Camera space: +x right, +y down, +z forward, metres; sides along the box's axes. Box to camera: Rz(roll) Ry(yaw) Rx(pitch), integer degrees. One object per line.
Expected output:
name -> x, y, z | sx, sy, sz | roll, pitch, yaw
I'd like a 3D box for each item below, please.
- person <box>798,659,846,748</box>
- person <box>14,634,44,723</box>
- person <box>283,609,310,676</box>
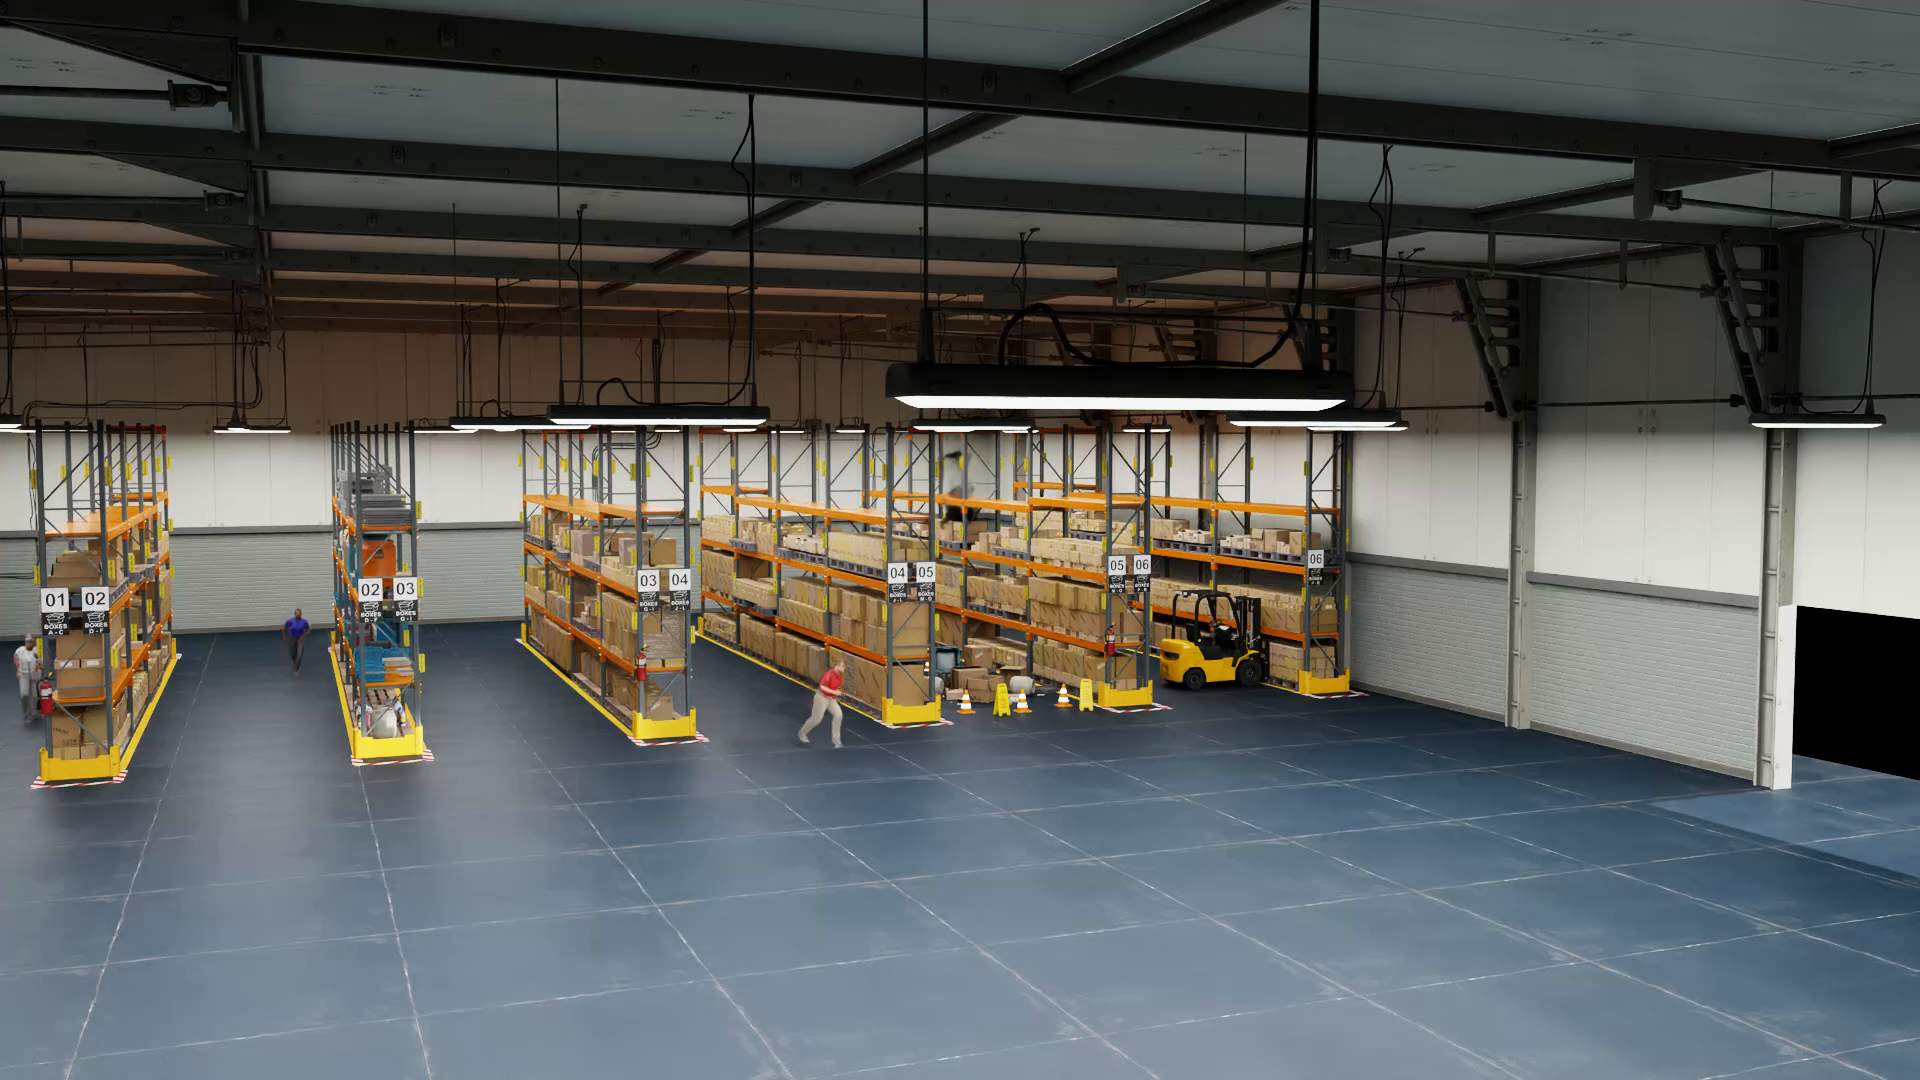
person -> -2.549, 3.017, 30.689 | 1.004, 1.698, 0.683 | 2, 4, 25
person -> -18.632, 2.789, 33.358 | 0.591, 1.835, 0.865 | -2, 4, -28
person -> -15.925, 2.456, 39.915 | 0.610, 1.601, 0.666 | -2, 4, -23
